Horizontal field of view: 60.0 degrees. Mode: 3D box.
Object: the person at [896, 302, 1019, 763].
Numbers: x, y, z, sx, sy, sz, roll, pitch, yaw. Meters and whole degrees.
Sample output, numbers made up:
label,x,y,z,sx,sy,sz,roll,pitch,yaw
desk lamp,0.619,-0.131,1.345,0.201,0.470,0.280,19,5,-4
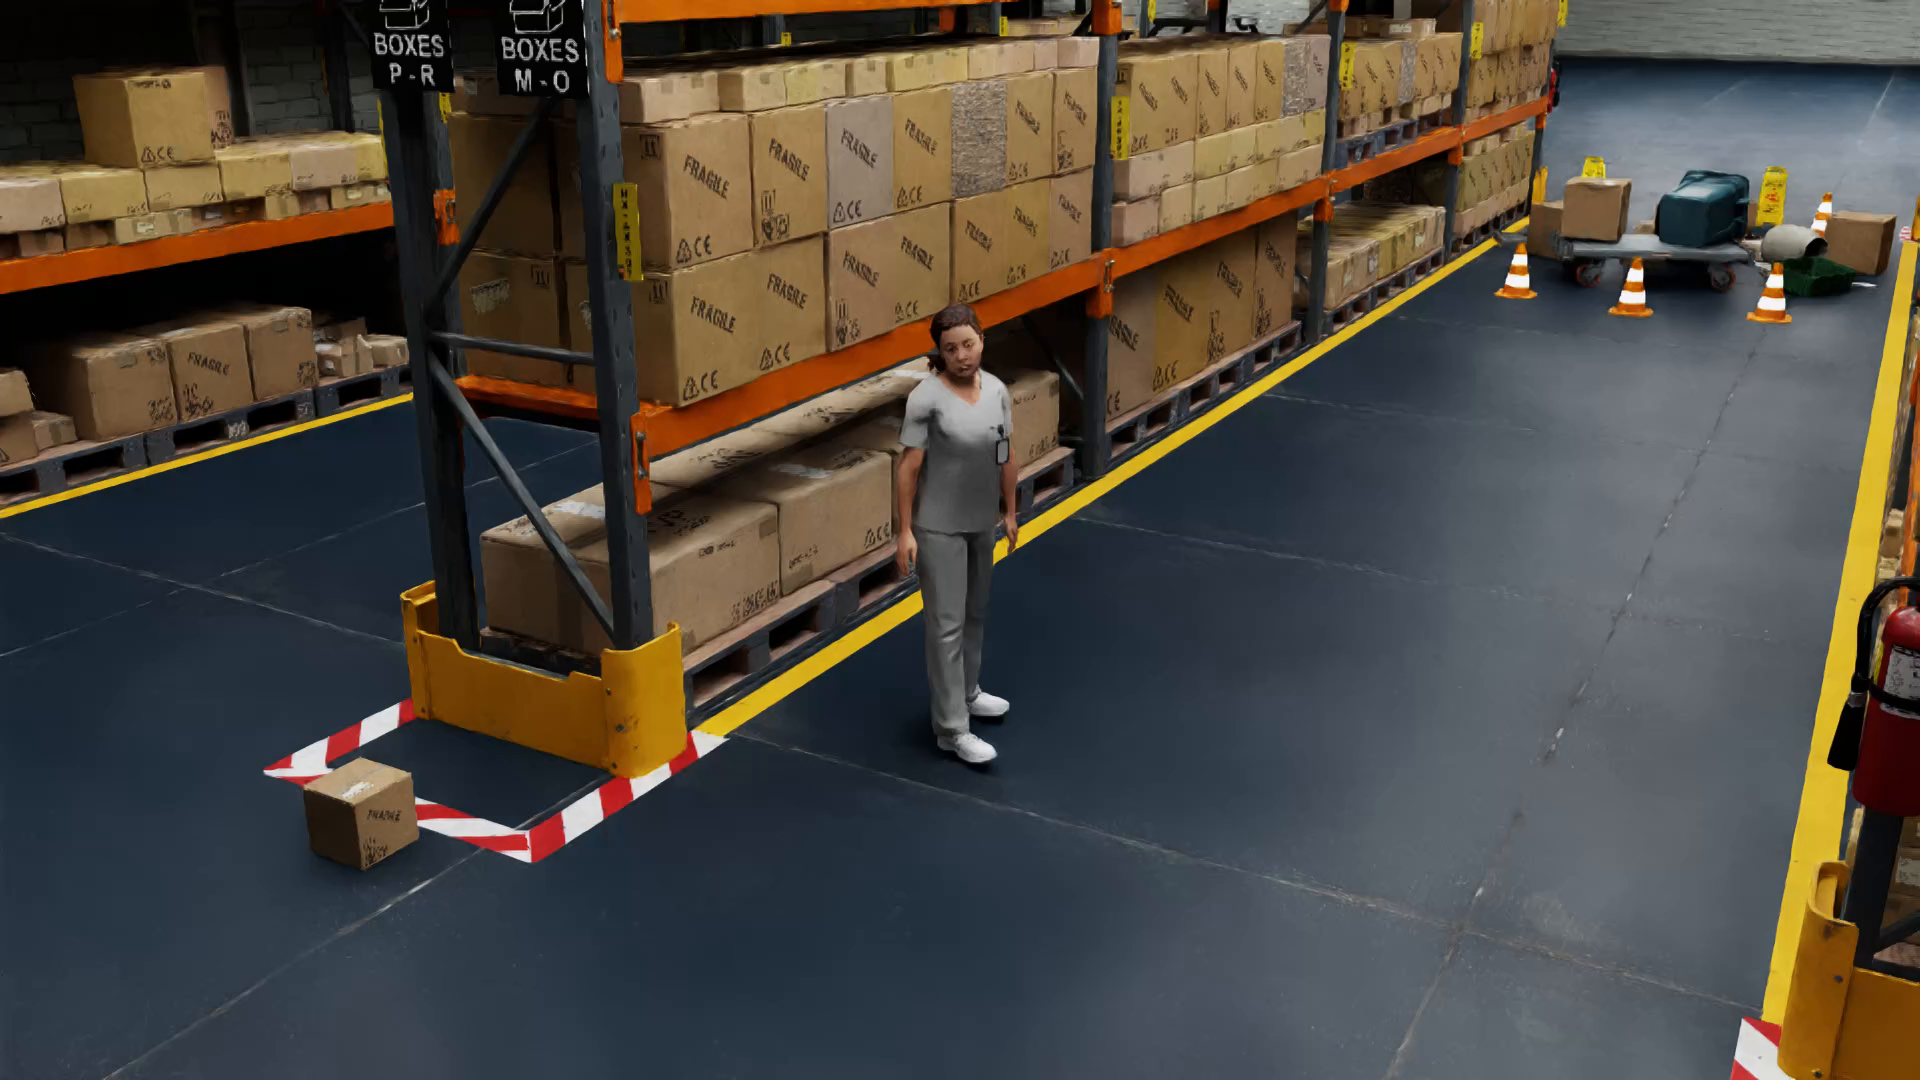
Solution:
label,x,y,z,sx,sy,sz,roll,pitch,yaw
person,0.011,-0.034,6.097,0.560,1.668,0.571,-16,25,-37
